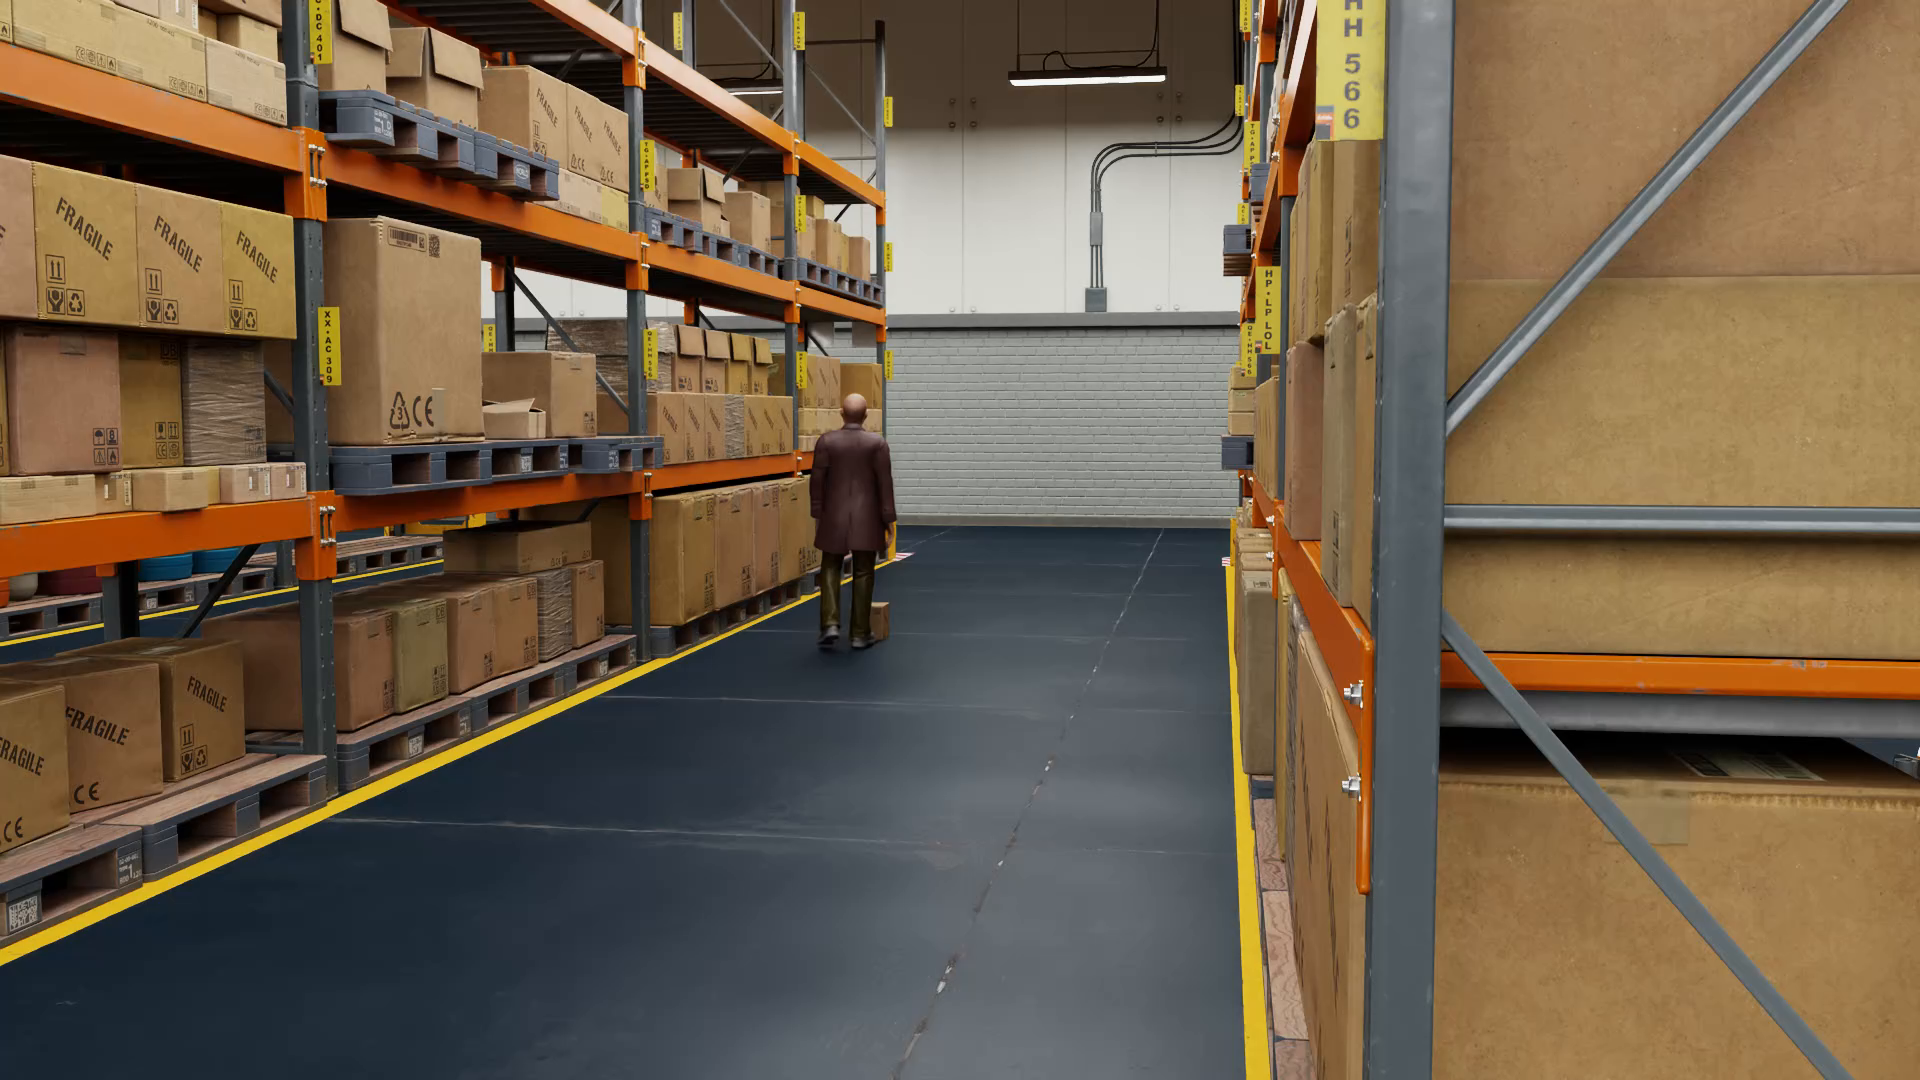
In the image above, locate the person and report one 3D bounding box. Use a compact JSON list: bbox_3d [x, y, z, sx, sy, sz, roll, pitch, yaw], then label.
[{"bbox_3d":[-0.747,-0.136,11.663,0.616,1.779,0.494,0,4,4],"label":"person"}]
